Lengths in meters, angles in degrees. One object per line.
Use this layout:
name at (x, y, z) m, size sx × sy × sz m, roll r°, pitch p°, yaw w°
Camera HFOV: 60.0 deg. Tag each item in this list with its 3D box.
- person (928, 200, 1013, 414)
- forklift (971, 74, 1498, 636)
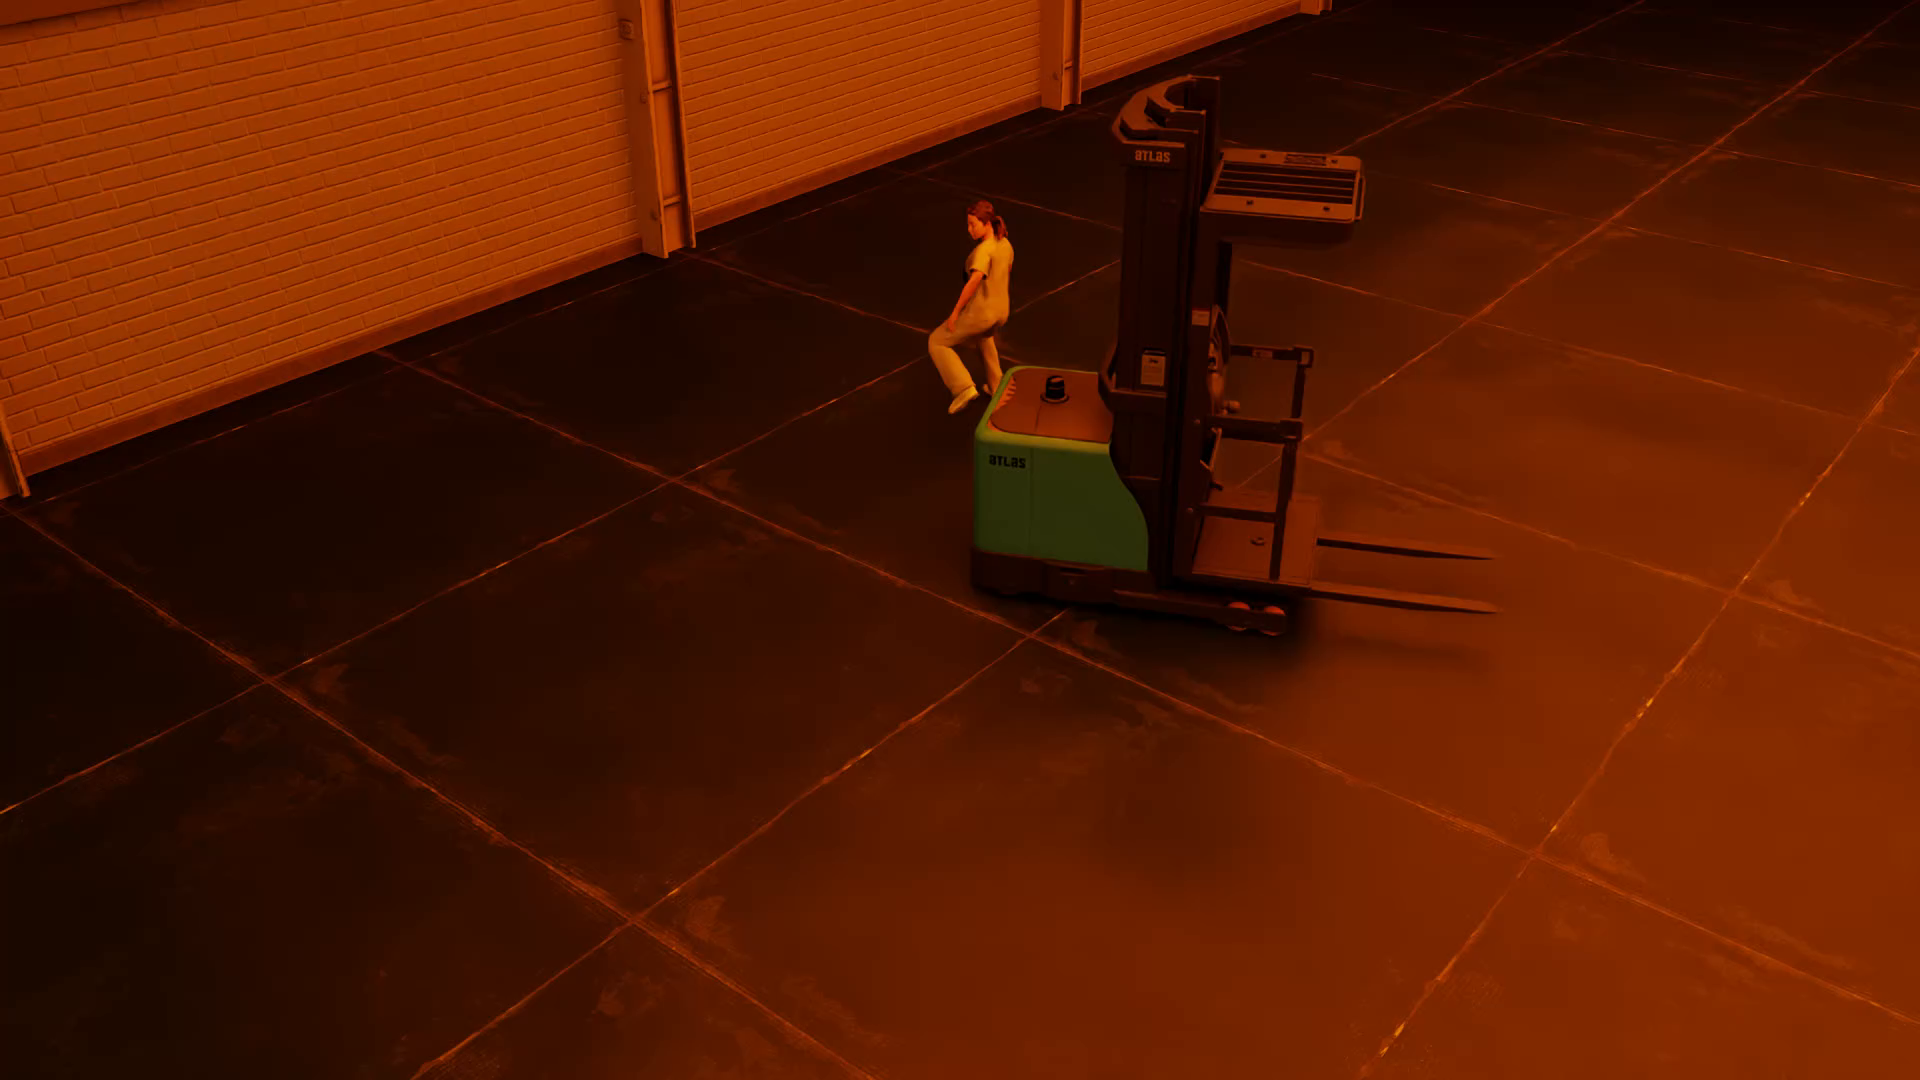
person at (0.137, -1.652, 11.830) m, size 0.496 × 1.561 × 0.878 m, roll 24°, pitch 38°, yaw 35°
forklift at (1.638, -1.013, 9.328) m, size 3.031 × 2.935 × 1.130 m, roll 7°, pitch 31°, yaw 12°
